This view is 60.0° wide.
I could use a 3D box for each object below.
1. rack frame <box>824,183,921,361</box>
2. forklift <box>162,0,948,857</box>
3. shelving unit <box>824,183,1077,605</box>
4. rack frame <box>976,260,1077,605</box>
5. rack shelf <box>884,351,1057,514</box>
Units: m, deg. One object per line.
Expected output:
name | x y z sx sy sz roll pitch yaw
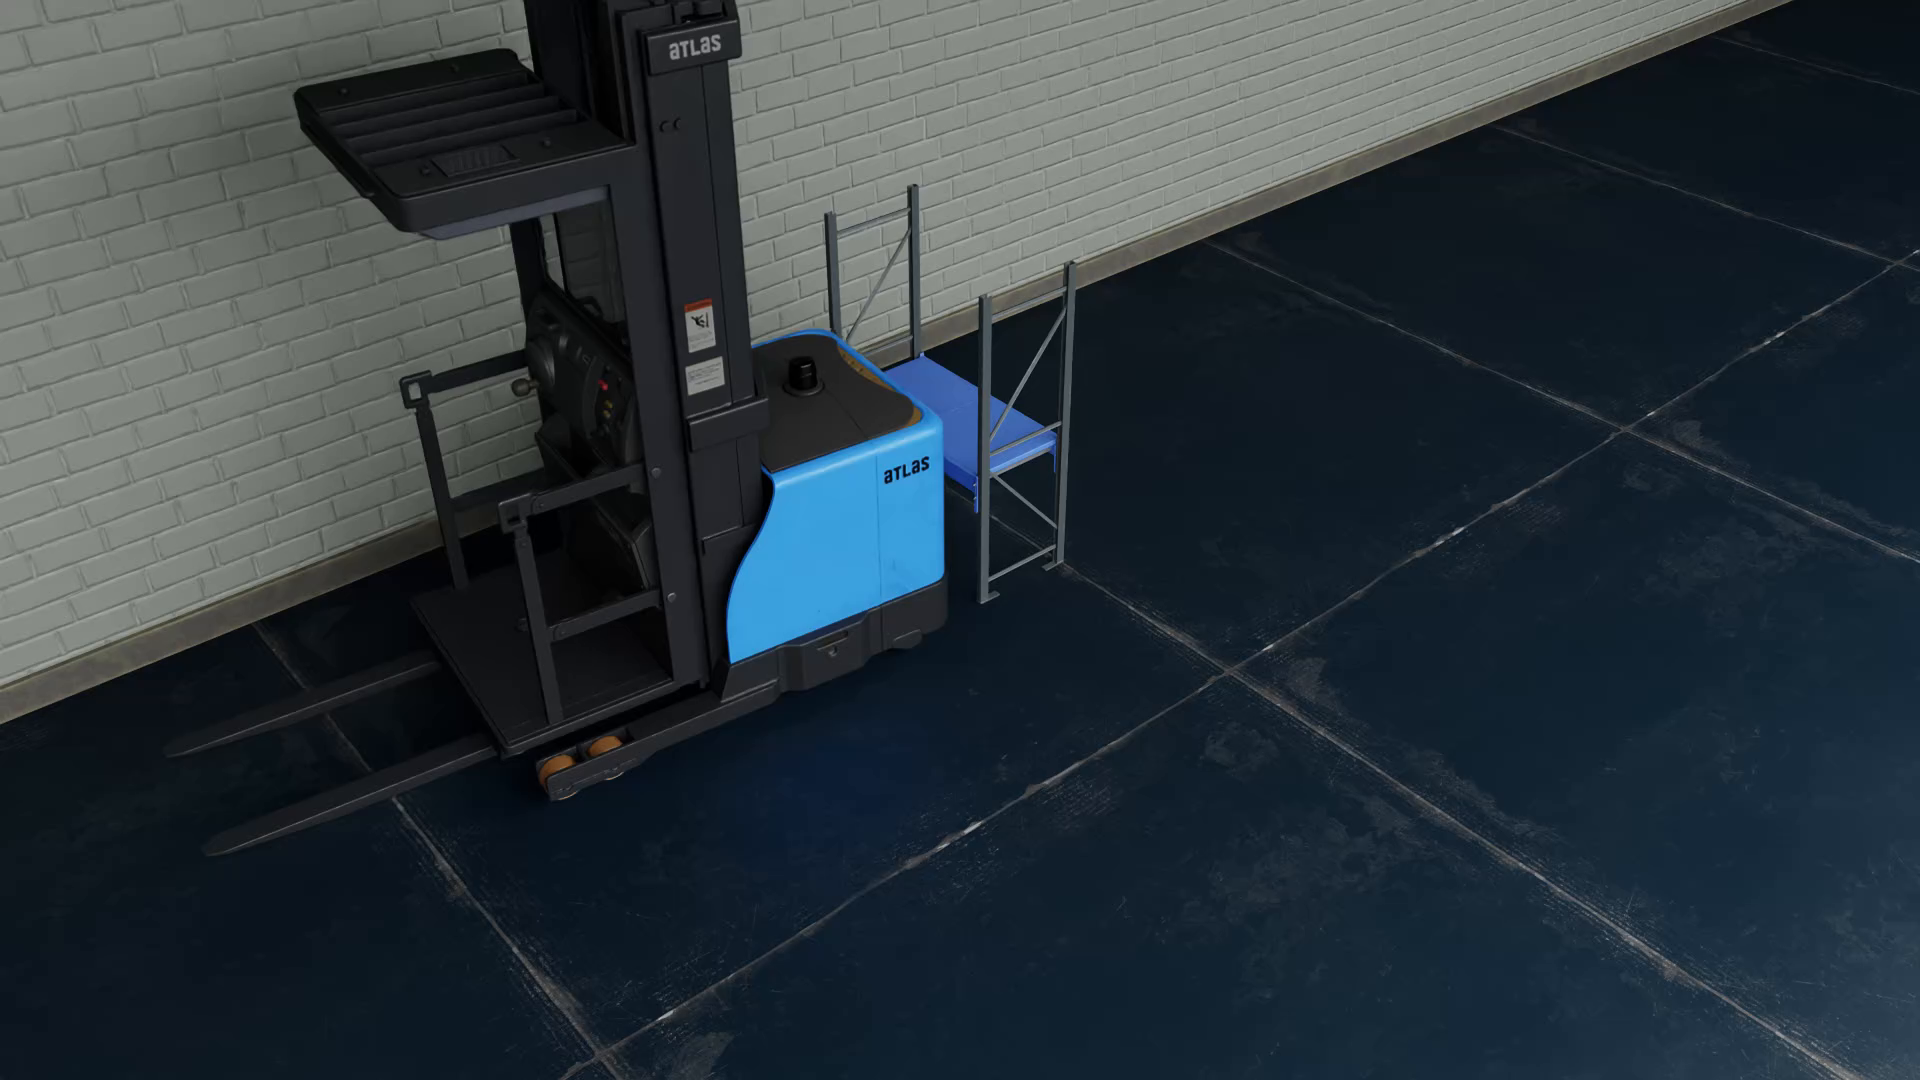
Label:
rack frame | -0.383 -0.874 7.687 0.500 1.500 0.032 -26 43 -32
forklift | -1.560 -0.555 5.998 3.031 2.935 1.130 -21 40 -27
shelving unit | -0.055 -0.650 7.370 0.538 1.500 1.048 -26 43 -32
rack frame | 0.273 -0.425 7.053 0.500 1.500 0.032 -26 43 -32
rack shelf | -0.055 -0.503 7.474 0.538 0.185 1.000 -26 43 -32
